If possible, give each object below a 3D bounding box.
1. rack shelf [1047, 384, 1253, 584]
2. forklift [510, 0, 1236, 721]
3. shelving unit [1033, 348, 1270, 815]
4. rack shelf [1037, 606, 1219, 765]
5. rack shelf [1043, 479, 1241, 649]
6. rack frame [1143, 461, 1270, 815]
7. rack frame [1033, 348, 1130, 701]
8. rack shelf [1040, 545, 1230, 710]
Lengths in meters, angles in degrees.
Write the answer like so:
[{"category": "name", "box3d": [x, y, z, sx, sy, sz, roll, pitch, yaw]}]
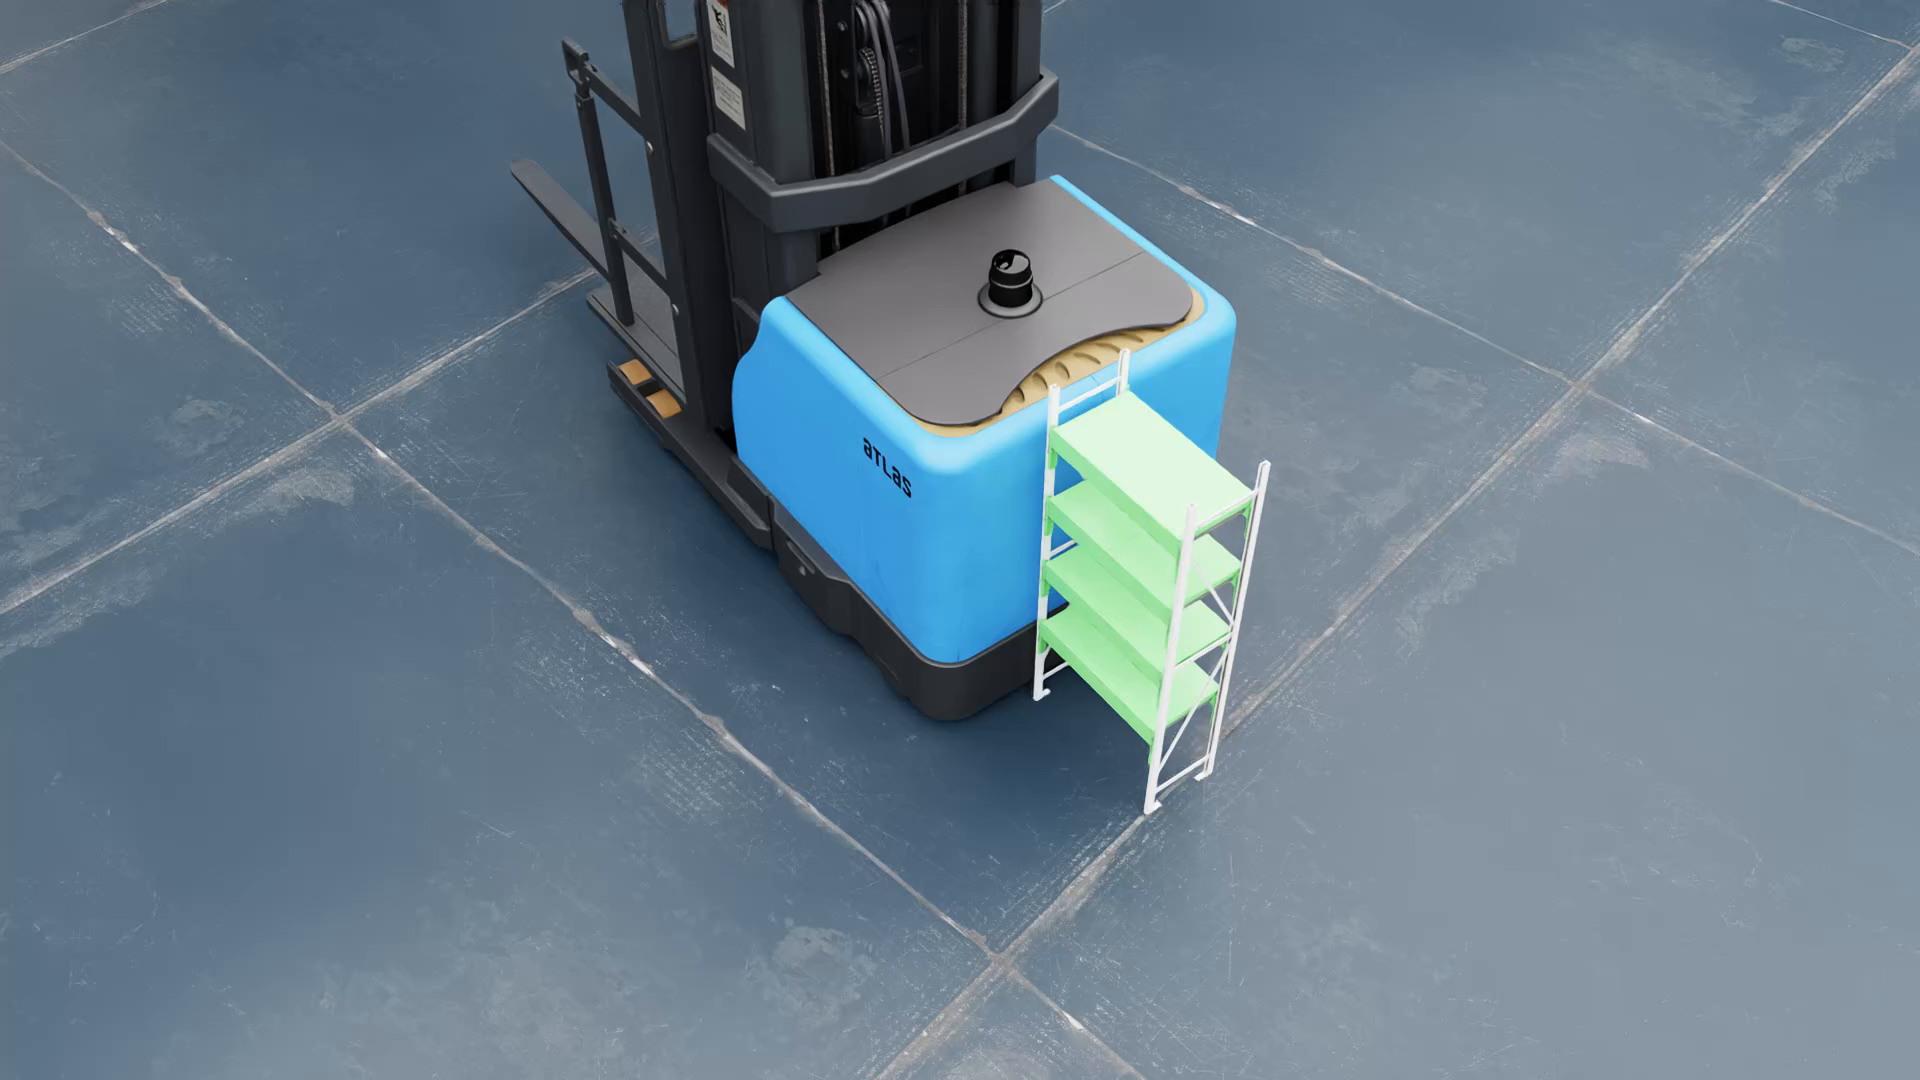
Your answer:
[{"category": "rack shelf", "box3d": [0.458, -0.142, 3.989, 0.258, 0.148, 0.480, -28, 53, -24]}, {"category": "forklift", "box3d": [-0.533, -1.529, 4.675, 1.130, 2.935, 3.031, -28, 53, -24]}, {"category": "shelving unit", "box3d": [0.458, 0.143, 4.293, 0.258, 1.200, 0.503, -28, 53, -24]}, {"category": "rack shelf", "box3d": [0.458, 0.351, 4.514, 0.258, 0.148, 0.480, -28, 53, -24]}, {"category": "rack shelf", "box3d": [0.458, 0.022, 4.164, 0.258, 0.148, 0.480, -28, 53, -24]}, {"category": "rack frame", "box3d": [0.603, 0.286, 4.158, 0.240, 1.200, 0.015, -28, 53, -24]}, {"category": "rack frame", "box3d": [0.313, 0.000, 4.427, 0.240, 1.200, 0.015, -28, 53, -24]}, {"category": "rack shelf", "box3d": [0.458, 0.187, 4.339, 0.258, 0.148, 0.480, -28, 53, -24]}]
